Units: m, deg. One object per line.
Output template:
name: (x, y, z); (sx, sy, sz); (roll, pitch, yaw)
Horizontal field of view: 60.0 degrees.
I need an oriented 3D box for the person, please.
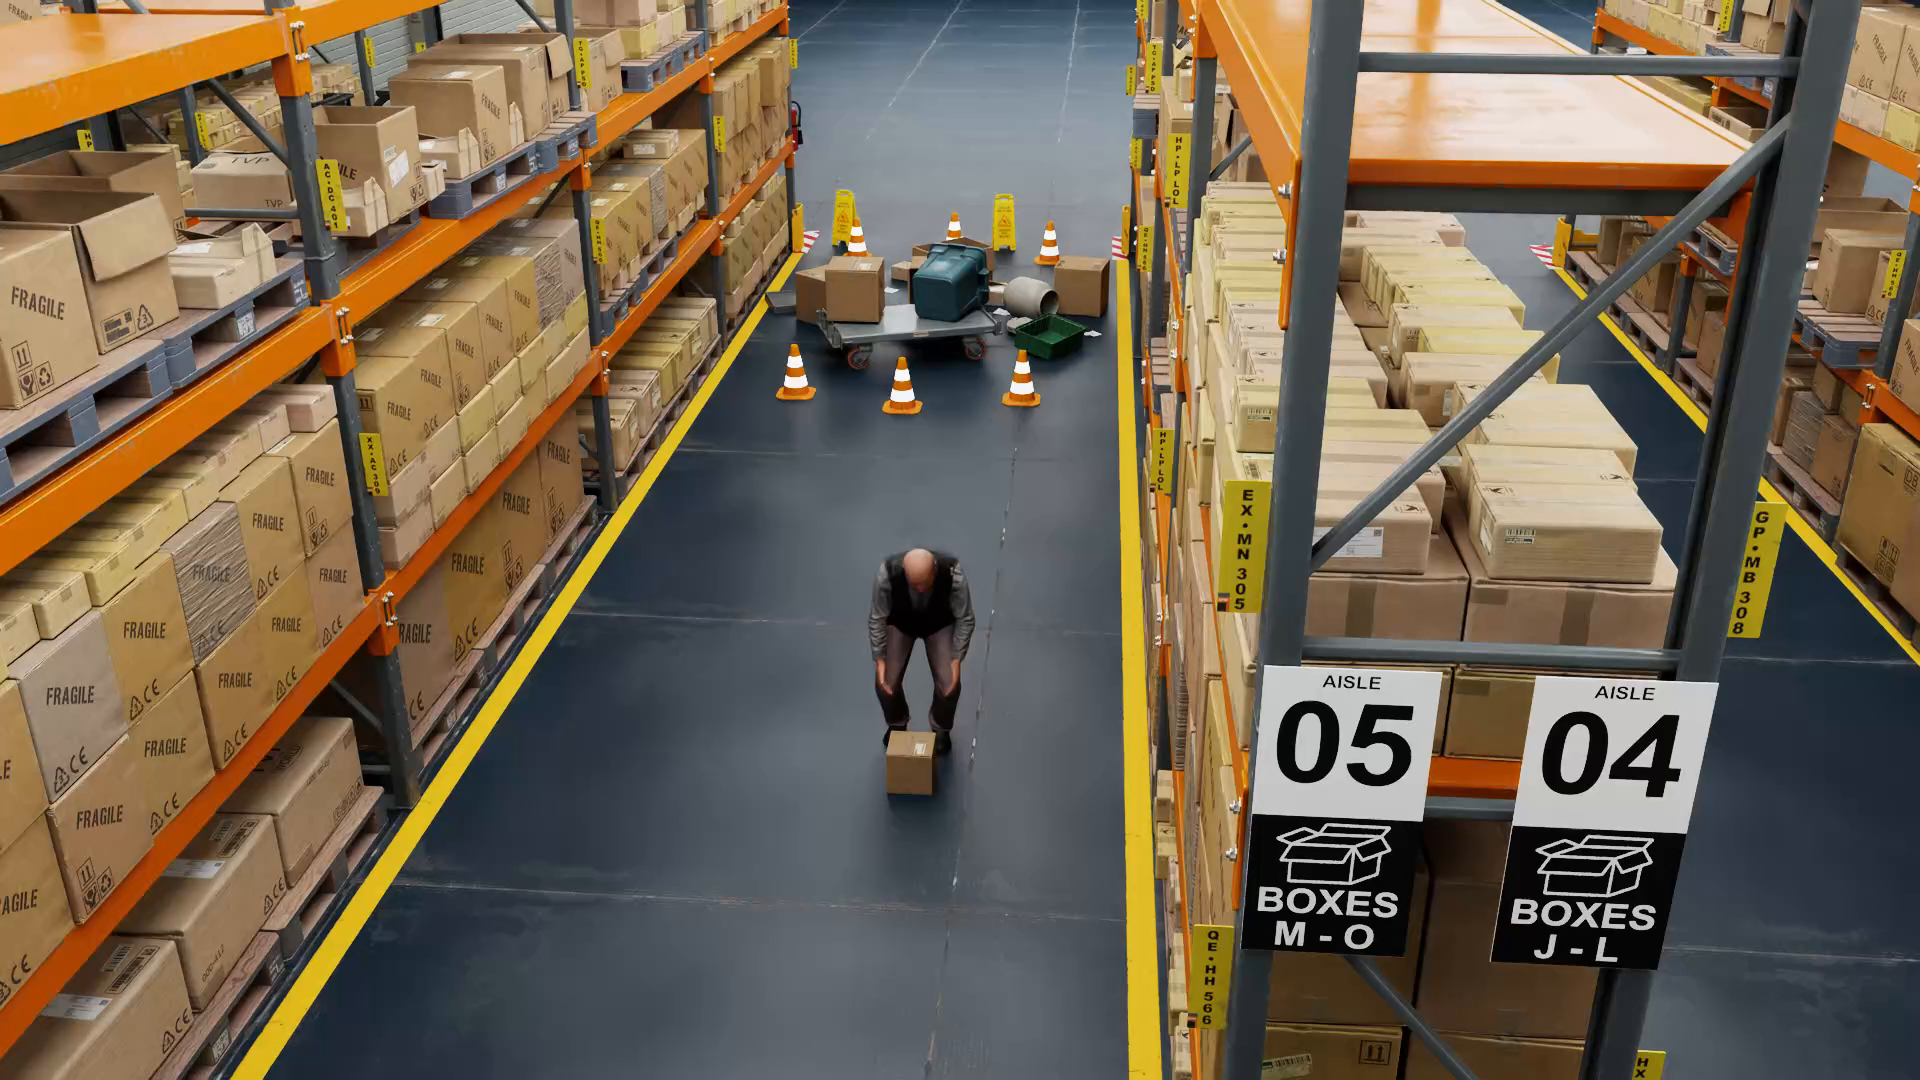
person: (-0.202, 0.556, 9.282); (0.590, 1.339, 0.742); (2, 24, 4)
